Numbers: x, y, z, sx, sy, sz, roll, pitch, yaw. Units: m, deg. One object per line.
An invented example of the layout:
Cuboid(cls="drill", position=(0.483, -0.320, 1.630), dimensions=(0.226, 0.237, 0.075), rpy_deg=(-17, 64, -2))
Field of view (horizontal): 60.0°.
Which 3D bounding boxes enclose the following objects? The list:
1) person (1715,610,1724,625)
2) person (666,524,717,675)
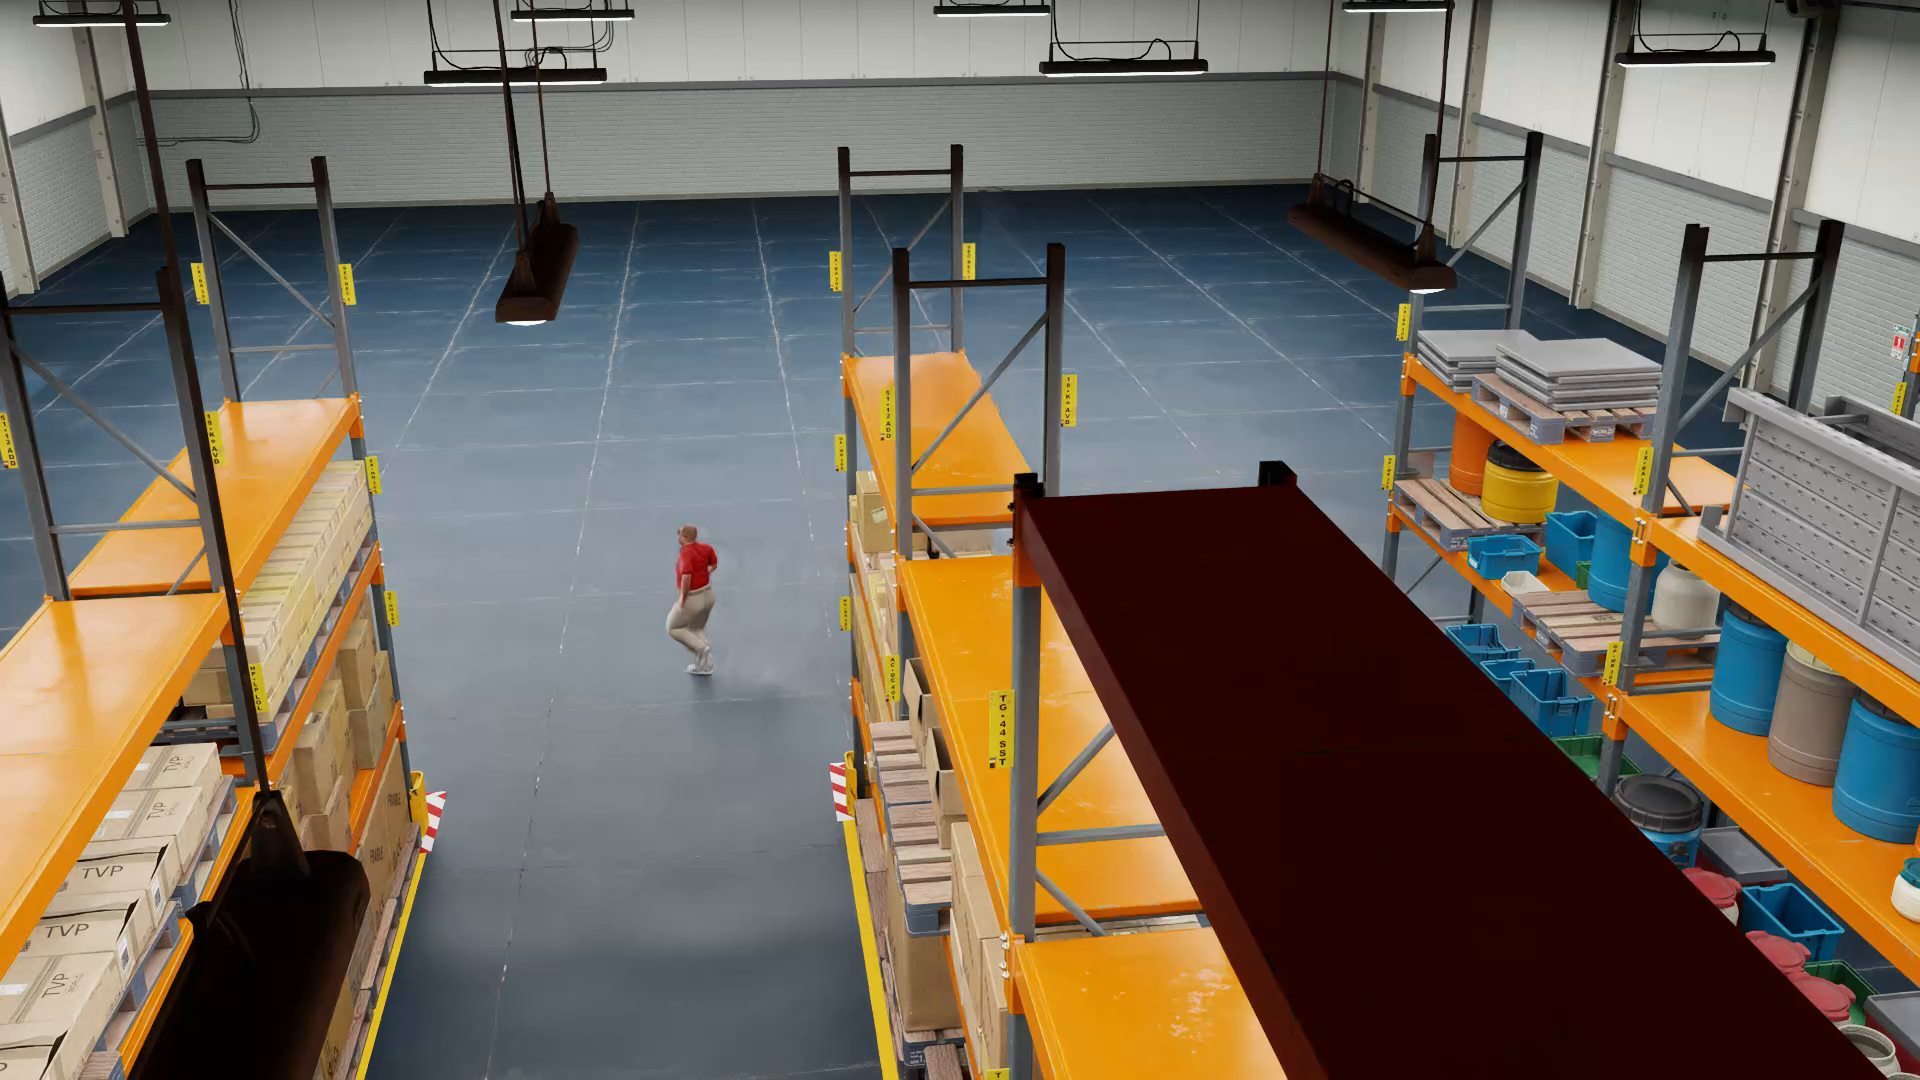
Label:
Cuboid(cls="person", position=(8.297, 0.487, 18.228), dimensions=(0.784, 1.604, 0.542), rpy_deg=(11, 24, 25))
Cuboid(cls="person", position=(-2.877, 0.627, 17.787), dimensions=(0.561, 1.685, 0.671), rpy_deg=(13, 25, 29))
